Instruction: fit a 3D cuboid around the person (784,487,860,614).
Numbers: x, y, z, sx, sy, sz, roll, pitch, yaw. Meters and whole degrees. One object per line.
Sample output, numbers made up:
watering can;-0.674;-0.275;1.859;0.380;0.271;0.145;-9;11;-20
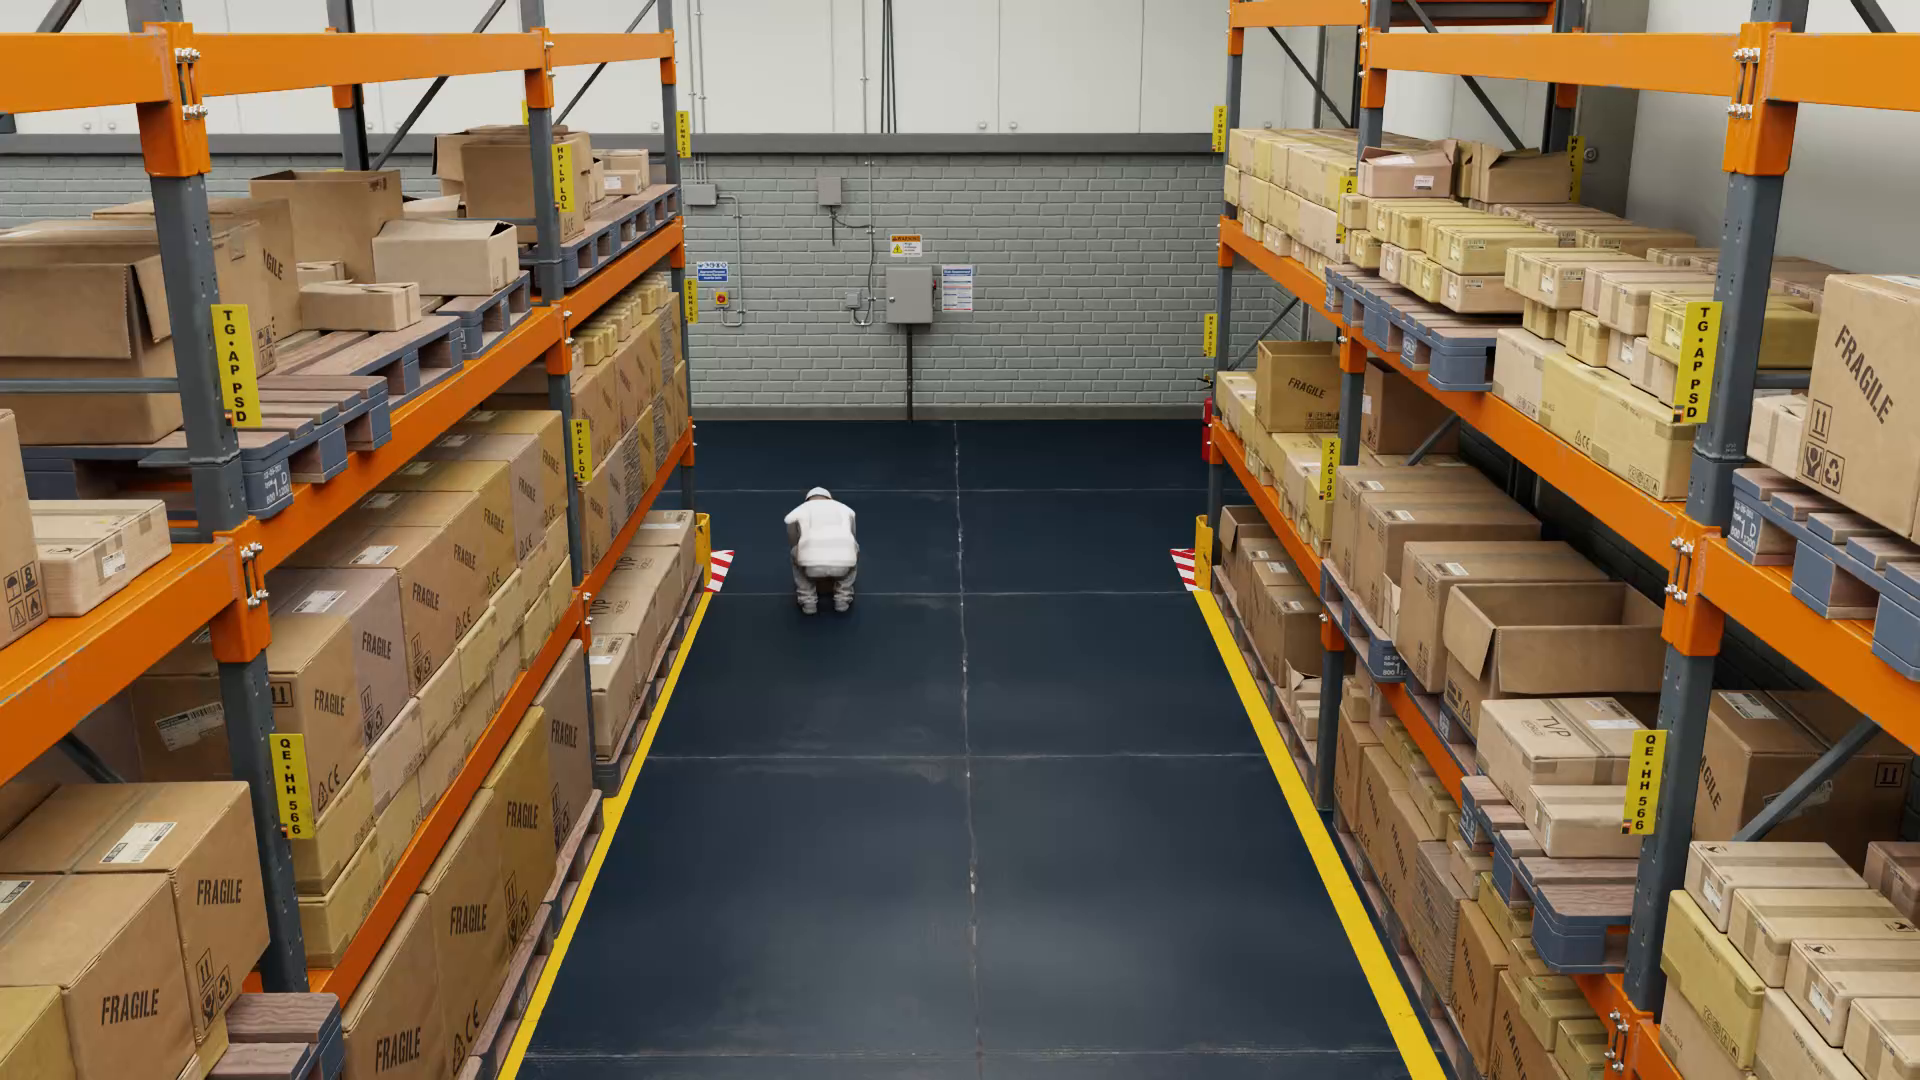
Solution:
person;-1.030;0.127;12.453;0.561;0.874;0.947;-1;17;-4
